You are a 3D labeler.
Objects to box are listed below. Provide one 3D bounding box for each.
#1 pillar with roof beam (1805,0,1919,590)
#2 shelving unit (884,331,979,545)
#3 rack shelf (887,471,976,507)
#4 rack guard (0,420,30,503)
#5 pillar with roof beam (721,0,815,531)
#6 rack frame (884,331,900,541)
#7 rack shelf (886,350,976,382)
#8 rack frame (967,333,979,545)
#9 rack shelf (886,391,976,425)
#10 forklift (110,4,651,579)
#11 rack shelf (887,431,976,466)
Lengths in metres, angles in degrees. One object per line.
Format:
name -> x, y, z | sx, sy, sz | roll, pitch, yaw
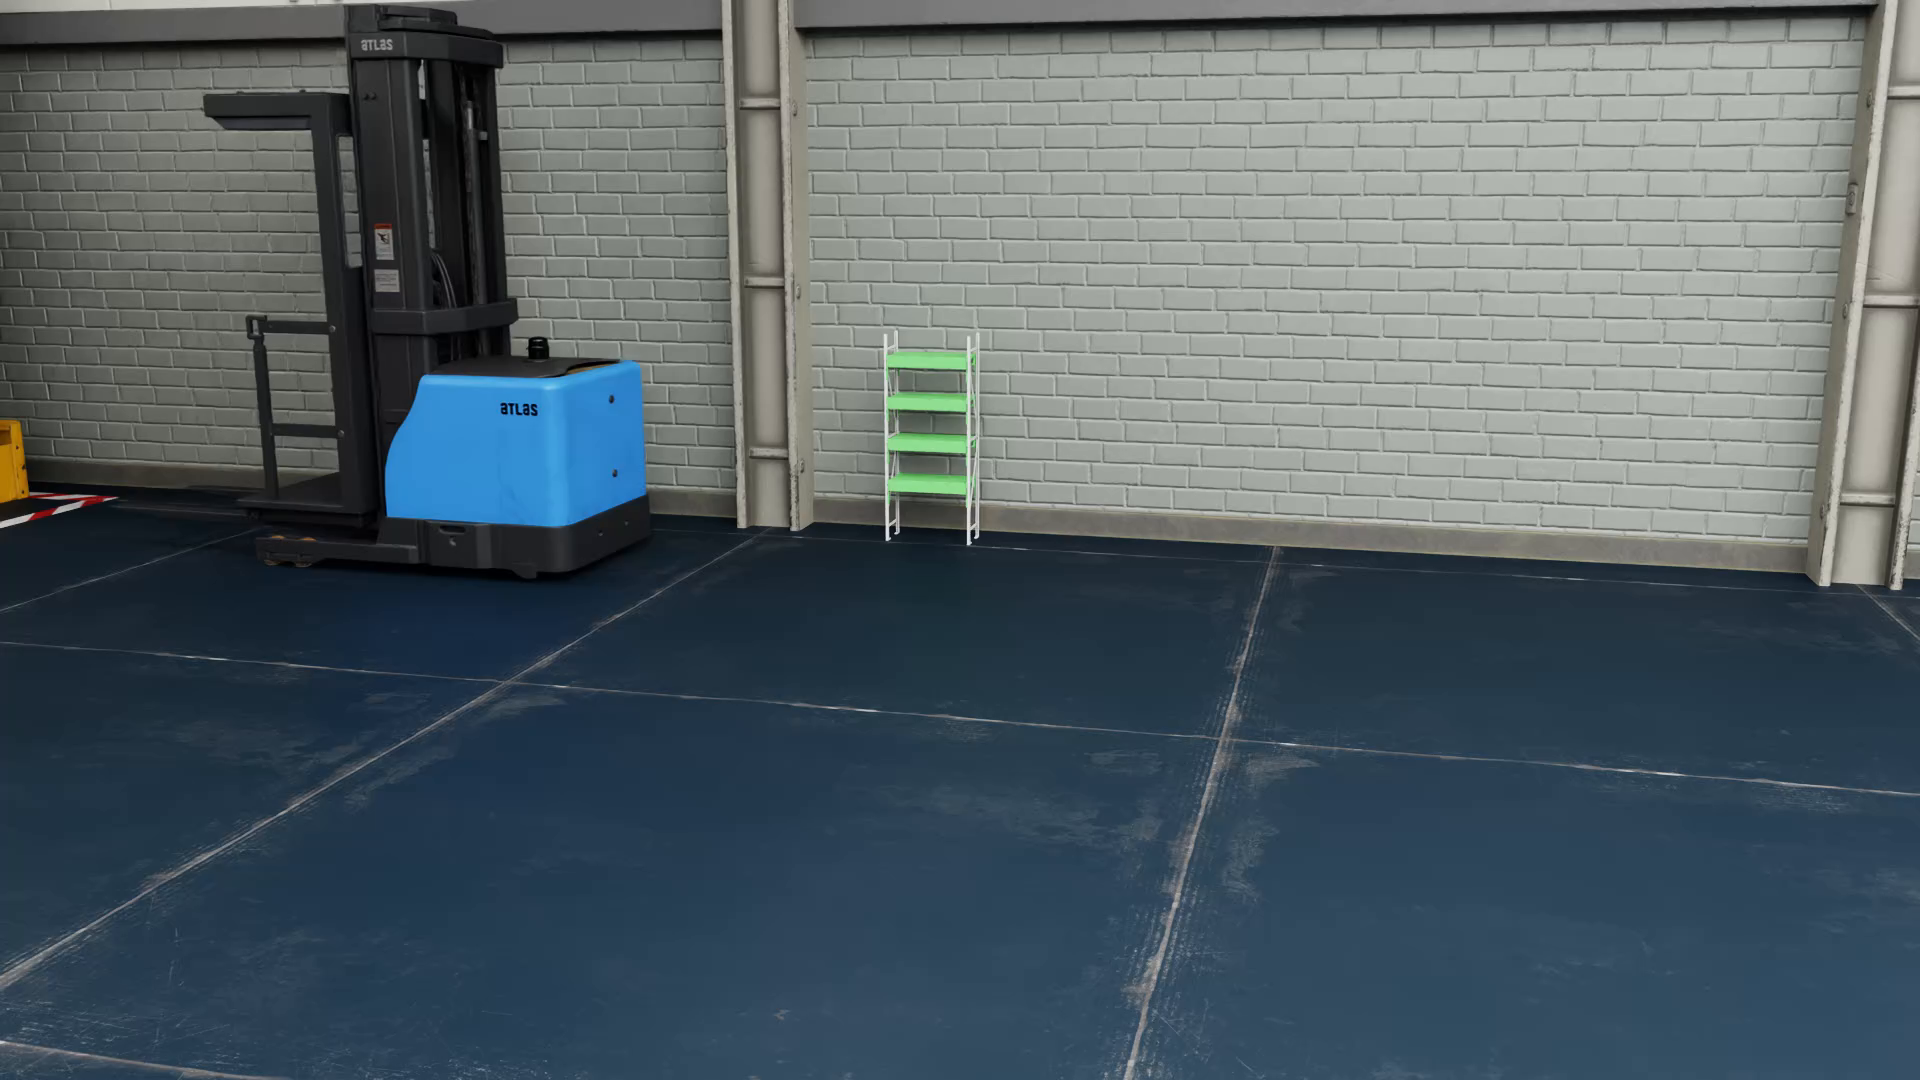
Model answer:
pillar with roof beam -> 3.670, -3.273, 3.710 | 0.400, 9.000, 9.100 | 3, 13, 14
shelving unit -> -0.161, -0.594, 9.642 | 0.503, 1.200, 0.258 | 3, 13, 14
rack shelf -> -0.161, -0.298, 9.708 | 0.480, 0.148, 0.258 | 3, 13, 14
rack guard -> -6.465, -0.425, 10.495 | 0.348, 0.500, 1.175 | 3, 13, 14
pillar with roof beam -> -2.155, -3.584, 5.113 | 0.400, 9.000, 9.100 | 3, 13, 14
rack frame -> -0.398, -0.607, 9.700 | 0.015, 1.200, 0.240 | 3, 13, 14
rack shelf -> -0.161, -1.001, 9.552 | 0.480, 0.148, 0.258 | 3, 13, 14
rack frame -> 0.076, -0.582, 9.585 | 0.015, 1.200, 0.240 | 3, 13, 14
rack shelf -> -0.161, -0.766, 9.604 | 0.480, 0.148, 0.258 | 3, 13, 14
forklift -> -3.347, -1.384, 9.205 | 3.031, 2.935, 1.130 | 4, 13, 16
rack shelf -> -0.161, -0.532, 9.656 | 0.480, 0.148, 0.258 | 3, 13, 14
